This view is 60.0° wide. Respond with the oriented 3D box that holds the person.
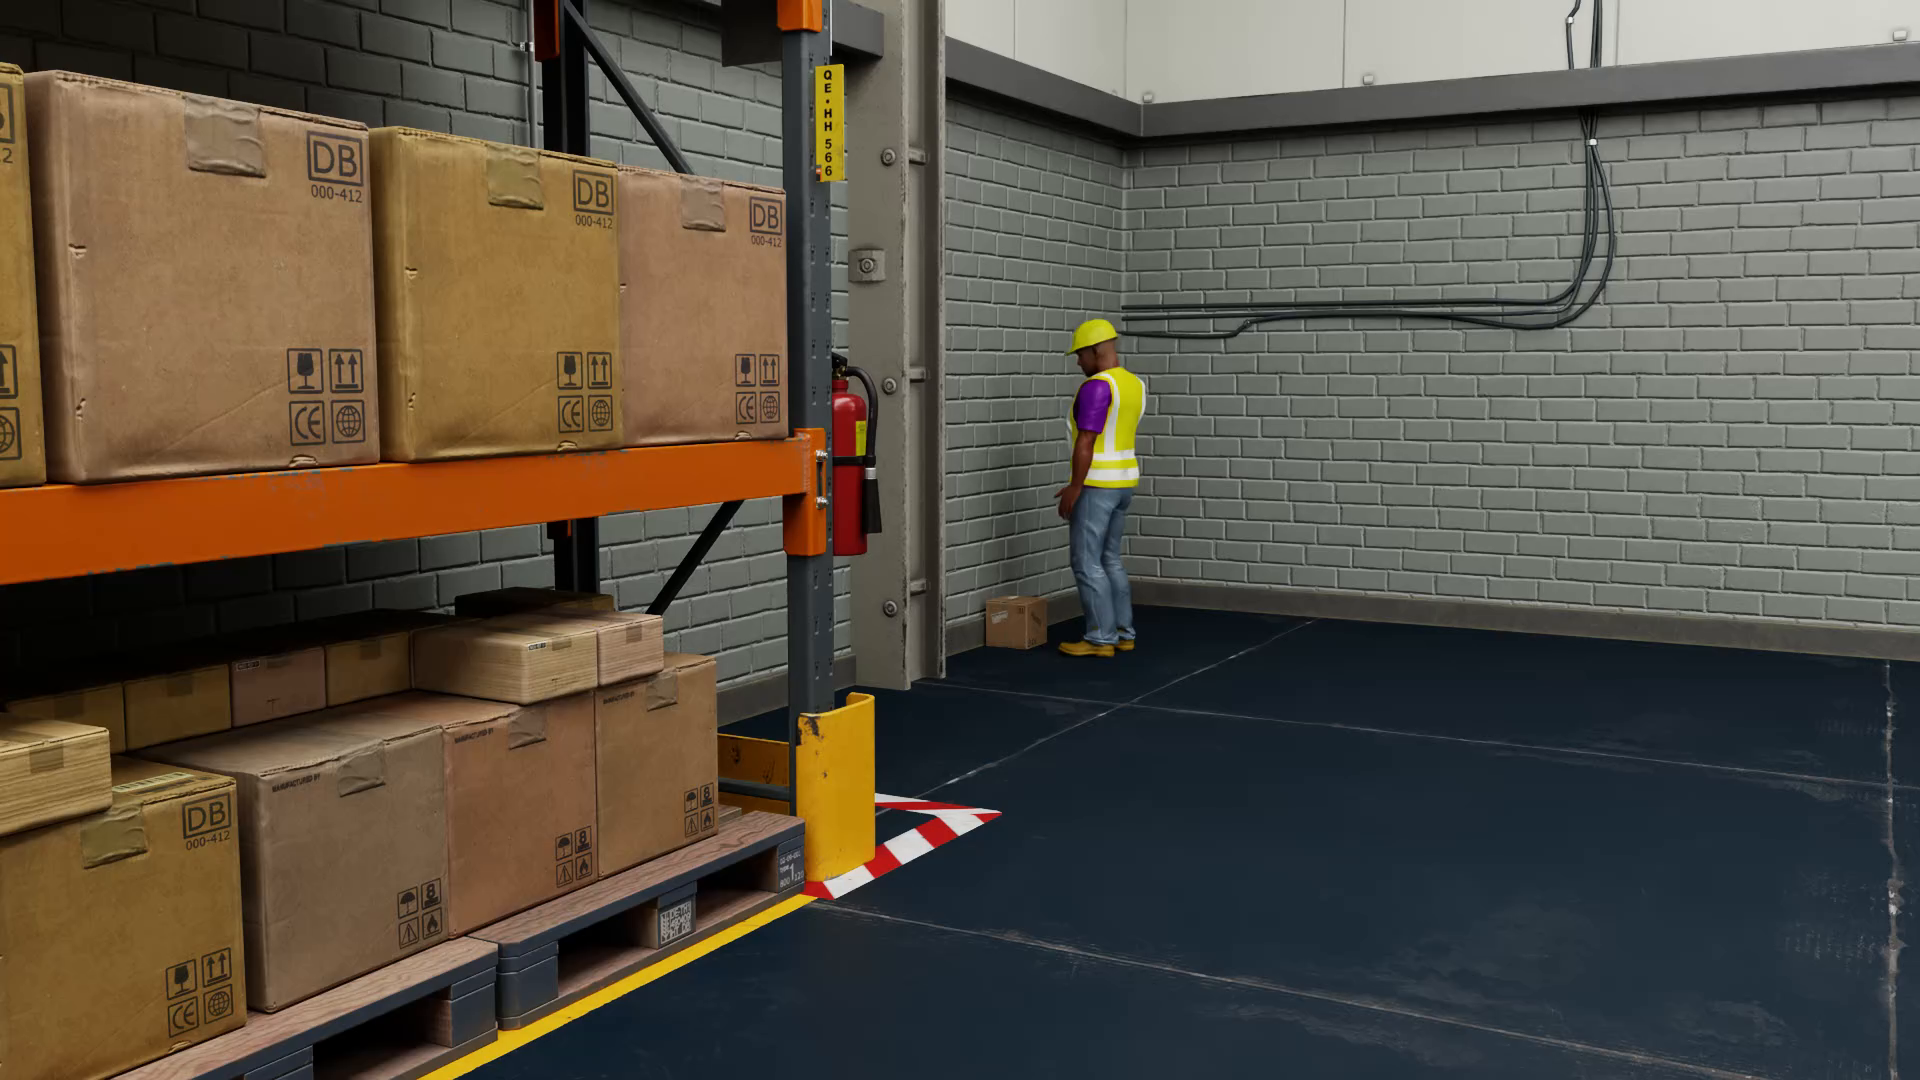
[{"bbox_3d":[0.734,-0.276,8.733,0.374,1.757,0.570,3,7,30],"label":"person"}]
